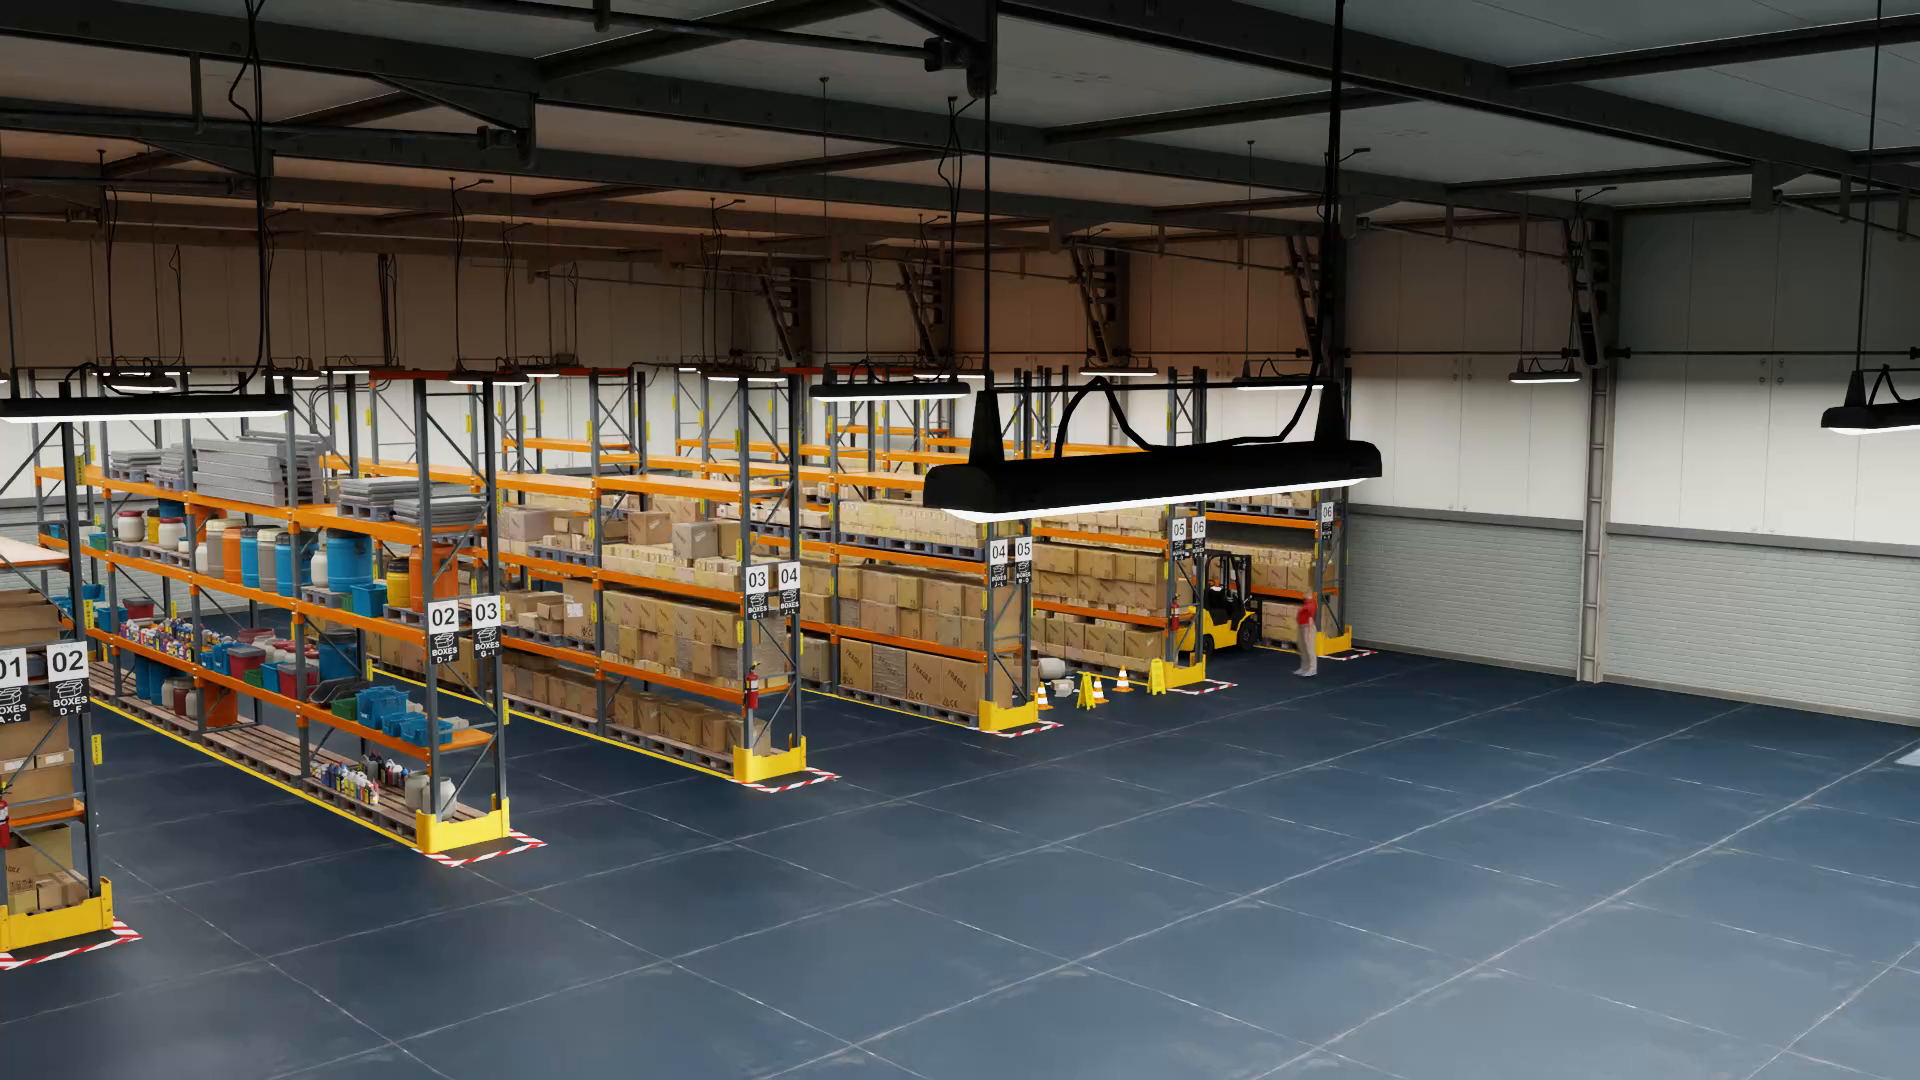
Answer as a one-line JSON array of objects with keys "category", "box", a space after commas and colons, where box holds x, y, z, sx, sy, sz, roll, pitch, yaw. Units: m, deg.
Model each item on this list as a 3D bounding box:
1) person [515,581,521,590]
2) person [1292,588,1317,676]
[{"category": "person", "box": [-9.131, 1.611, 34.875, 0.447, 1.576, 0.430, 3, 7, 26]}, {"category": "person", "box": [6.784, 1.804, 32.649, 0.400, 1.763, 0.644, -2, 7, -17]}]
